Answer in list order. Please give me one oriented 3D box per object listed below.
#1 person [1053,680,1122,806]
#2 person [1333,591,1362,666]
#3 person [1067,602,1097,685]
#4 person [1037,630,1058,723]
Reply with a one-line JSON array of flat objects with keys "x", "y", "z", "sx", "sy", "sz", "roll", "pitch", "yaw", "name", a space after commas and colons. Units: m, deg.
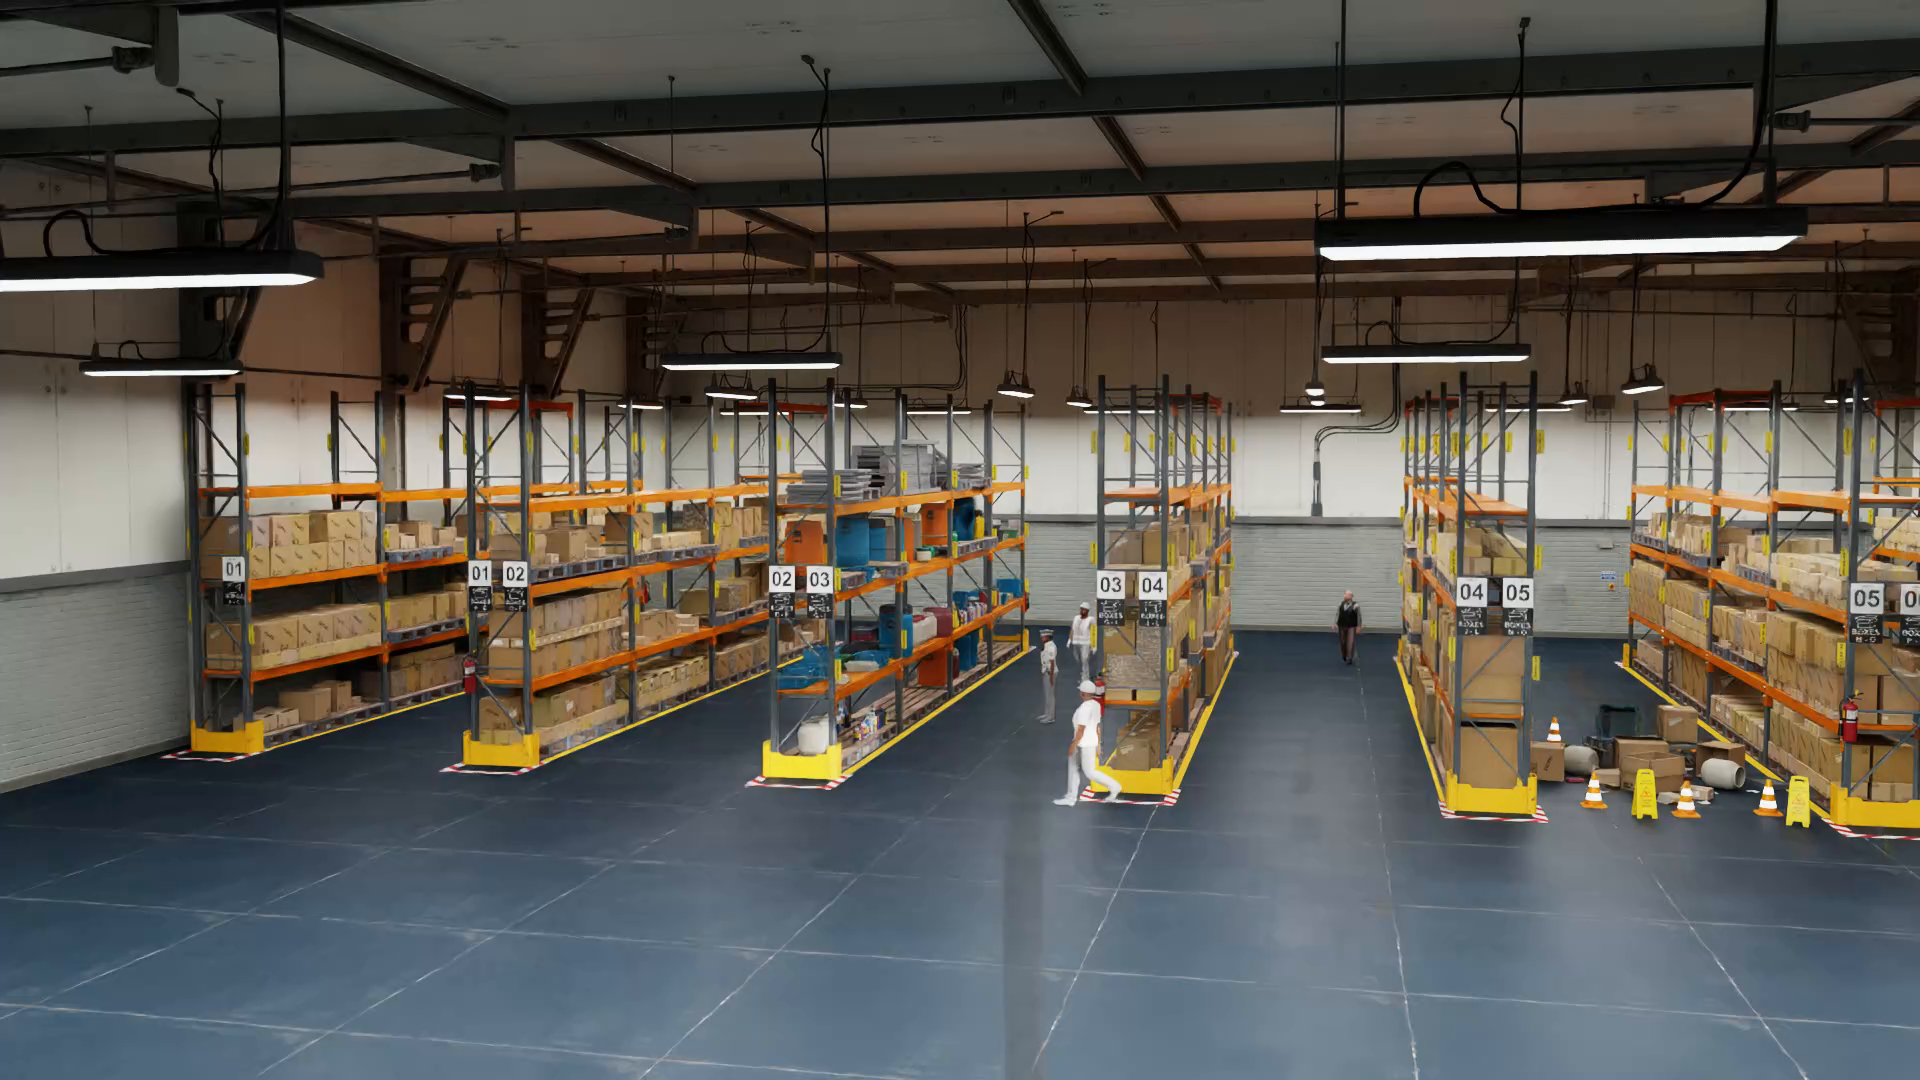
[{"x": 1.774, "y": 2.815, "z": 22.989, "sx": 0.916, "sy": 1.749, "sz": 0.495, "roll": -1, "pitch": 3, "yaw": -16, "name": "person"}, {"x": 8.828, "y": 1.997, "z": 37.893, "sx": 0.635, "sy": 1.685, "sz": 1.003, "roll": 1, "pitch": 3, "yaw": 17, "name": "person"}, {"x": 2.532, "y": 2.157, "z": 34.429, "sx": 0.597, "sy": 1.729, "sz": 1.072, "roll": 2, "pitch": 4, "yaw": 32, "name": "person"}, {"x": 1.593, "y": 2.454, "z": 30.076, "sx": 0.377, "sy": 1.658, "sz": 0.548, "roll": 0, "pitch": 3, "yaw": 1, "name": "person"}]
